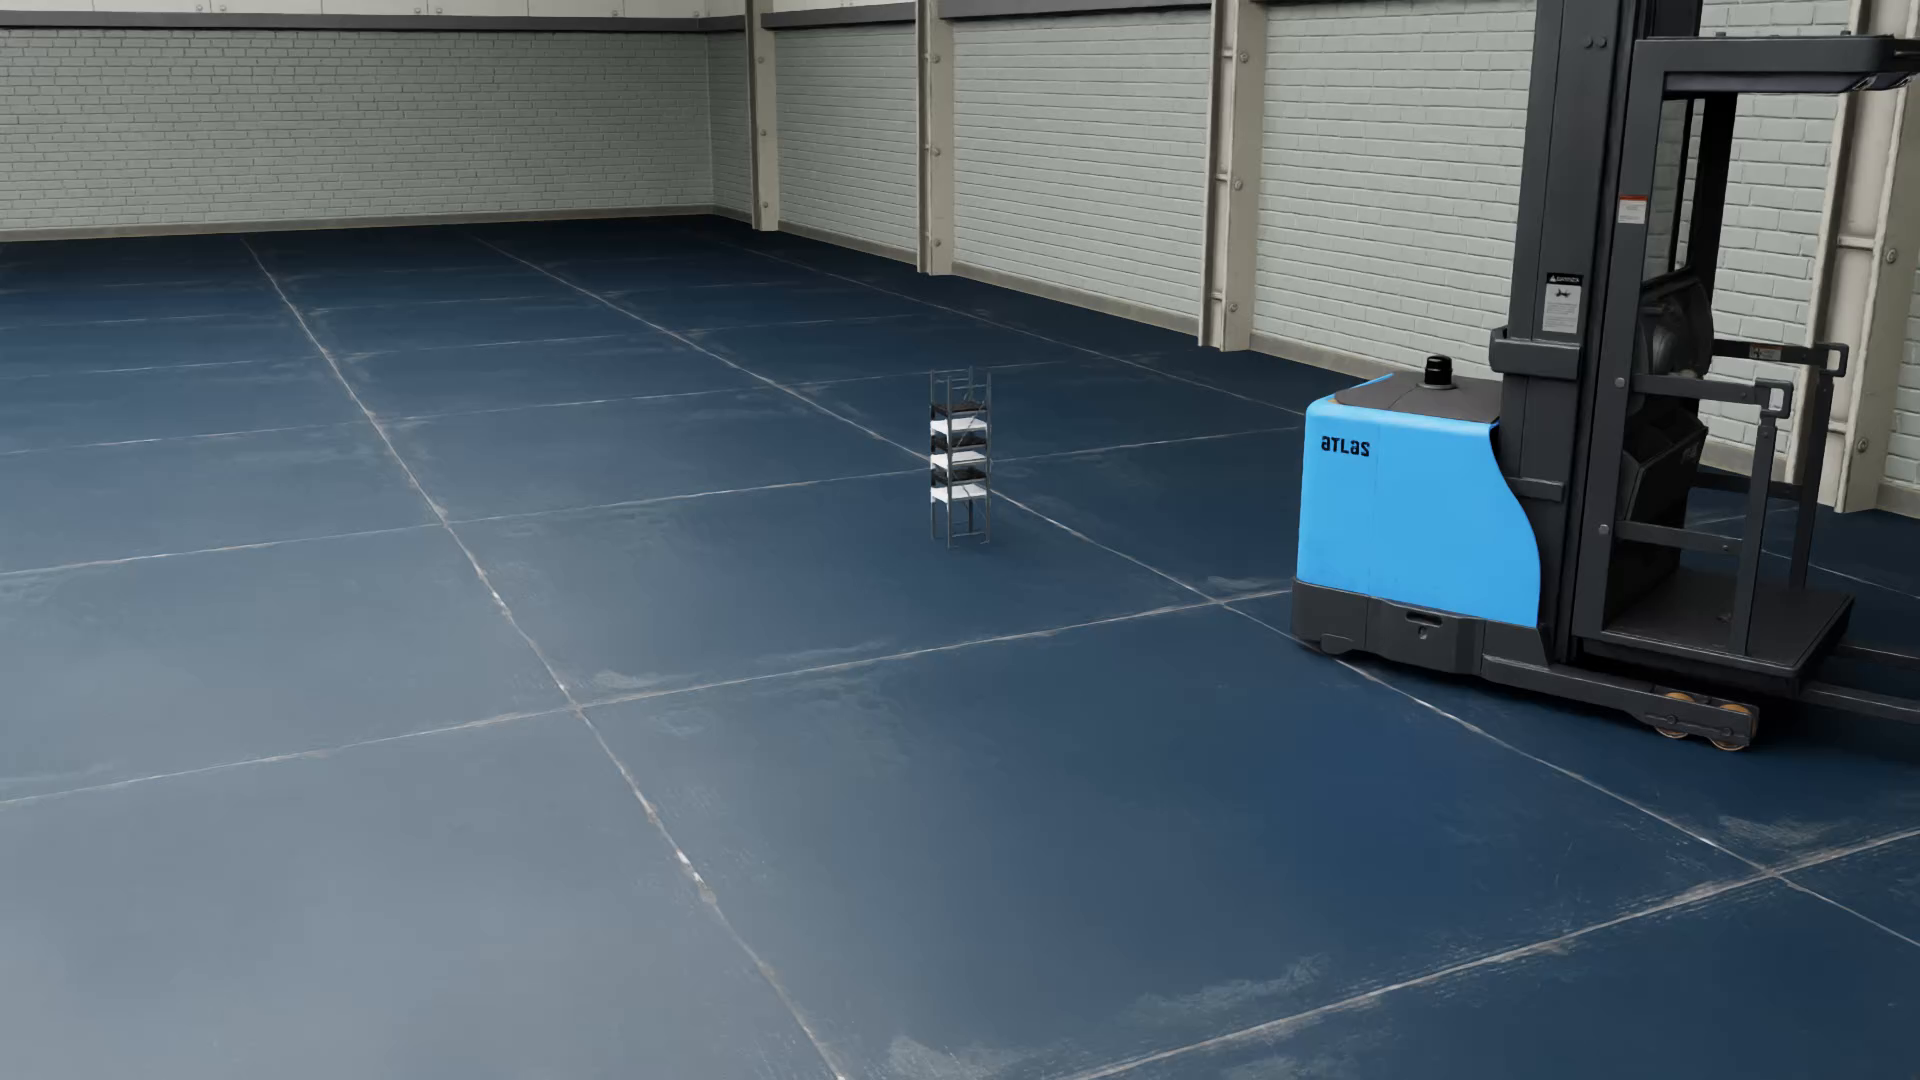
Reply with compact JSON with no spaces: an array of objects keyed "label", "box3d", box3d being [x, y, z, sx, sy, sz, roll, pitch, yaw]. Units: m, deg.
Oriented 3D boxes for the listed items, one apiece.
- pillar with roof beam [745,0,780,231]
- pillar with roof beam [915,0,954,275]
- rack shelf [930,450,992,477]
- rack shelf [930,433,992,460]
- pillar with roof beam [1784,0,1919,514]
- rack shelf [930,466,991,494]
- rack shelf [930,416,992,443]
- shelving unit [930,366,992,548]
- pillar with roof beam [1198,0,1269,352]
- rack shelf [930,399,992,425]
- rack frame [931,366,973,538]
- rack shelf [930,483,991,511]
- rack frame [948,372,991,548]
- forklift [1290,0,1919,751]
[{"label":"pillar with roof beam","box3d":[-6.788,-8.483,21.998,9.100,9.000,0.400,-8,18,-25]},{"label":"pillar with roof beam","box3d":[-4.160,-6.995,16.813,9.100,9.000,0.400,-8,18,-25]},{"label":"rack shelf","box3d":[0.004,-0.398,8.629,0.258,0.077,0.200,-8,18,-25]},{"label":"rack shelf","box3d":[0.004,-0.485,8.604,0.258,0.077,0.200,-8,18,-25]},{"label":"pillar with roof beam","box3d":[1.097,-4.020,6.445,9.100,9.000,0.400,-8,18,-25]},{"label":"rack shelf","box3d":[0.004,-0.312,8.654,0.258,0.077,0.200,-8,18,-25]},{"label":"rack shelf","box3d":[0.004,-0.572,8.579,0.258,0.077,0.200,-8,18,-25]},{"label":"shelving unit","box3d":[0.004,-0.431,8.620,0.258,0.900,0.210,-8,18,-25]},{"label":"pillar with roof beam","box3d":[-1.531,-5.508,11.629,9.100,9.000,0.400,-8,18,-25]},{"label":"rack shelf","box3d":[0.004,-0.658,8.554,0.258,0.077,0.200,-8,18,-25]},{"label":"rack frame","box3d":[-0.041,-0.456,8.707,0.240,0.900,0.006,-8,18,-25]},{"label":"rack shelf","box3d":[0.004,-0.225,8.678,0.258,0.077,0.200,-8,18,-25]},{"label":"rack frame","box3d":[0.048,-0.405,8.532,0.240,0.900,0.006,-8,18,-25]},{"label":"forklift","box3d":[2.897,-0.805,6.243,3.031,2.935,1.130,12,20,35]}]
